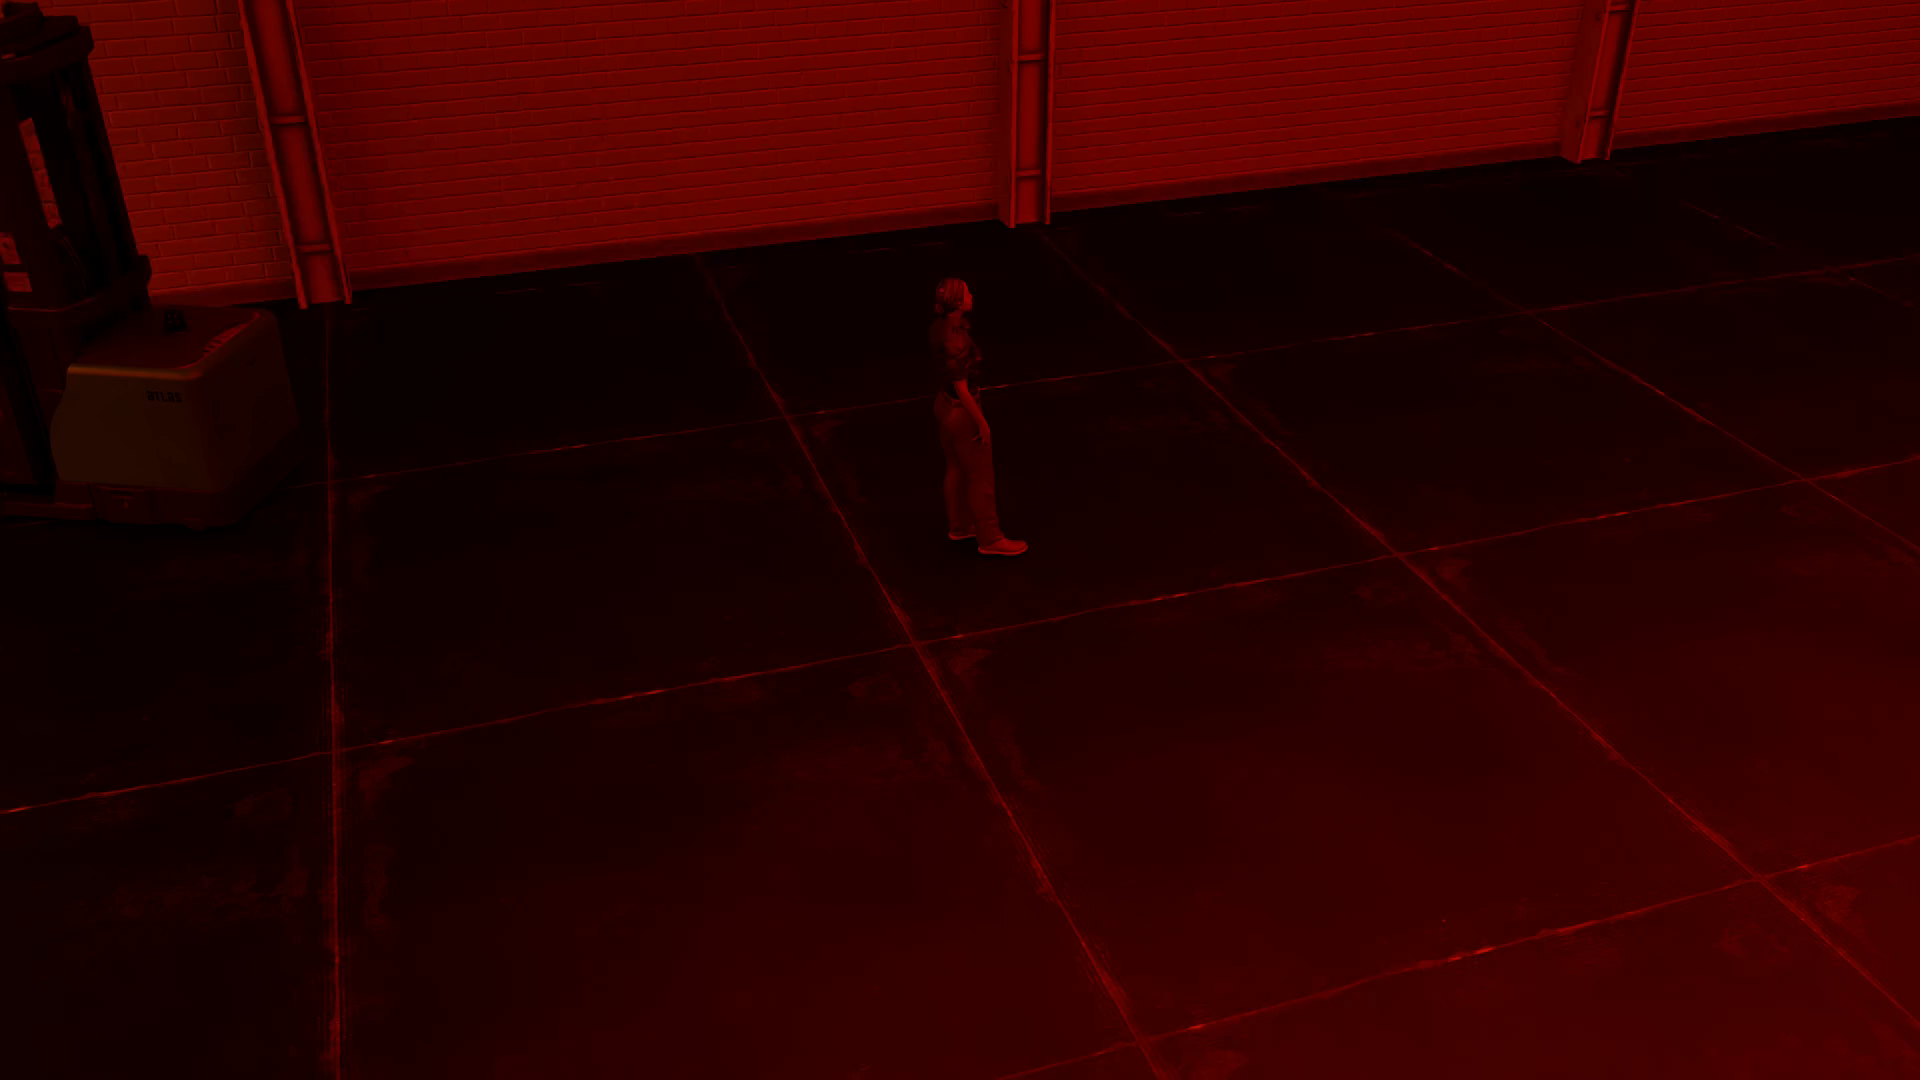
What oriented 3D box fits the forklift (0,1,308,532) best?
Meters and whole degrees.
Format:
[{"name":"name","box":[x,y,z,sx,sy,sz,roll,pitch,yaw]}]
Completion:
[{"name":"forklift","box":[-5.808,-1.641,9.940,3.031,2.935,1.130,4,30,7]}]

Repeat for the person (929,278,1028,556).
[{"name":"person","box":[0.089,-0.728,9.618,0.504,1.654,0.569,-10,31,-16]}]
